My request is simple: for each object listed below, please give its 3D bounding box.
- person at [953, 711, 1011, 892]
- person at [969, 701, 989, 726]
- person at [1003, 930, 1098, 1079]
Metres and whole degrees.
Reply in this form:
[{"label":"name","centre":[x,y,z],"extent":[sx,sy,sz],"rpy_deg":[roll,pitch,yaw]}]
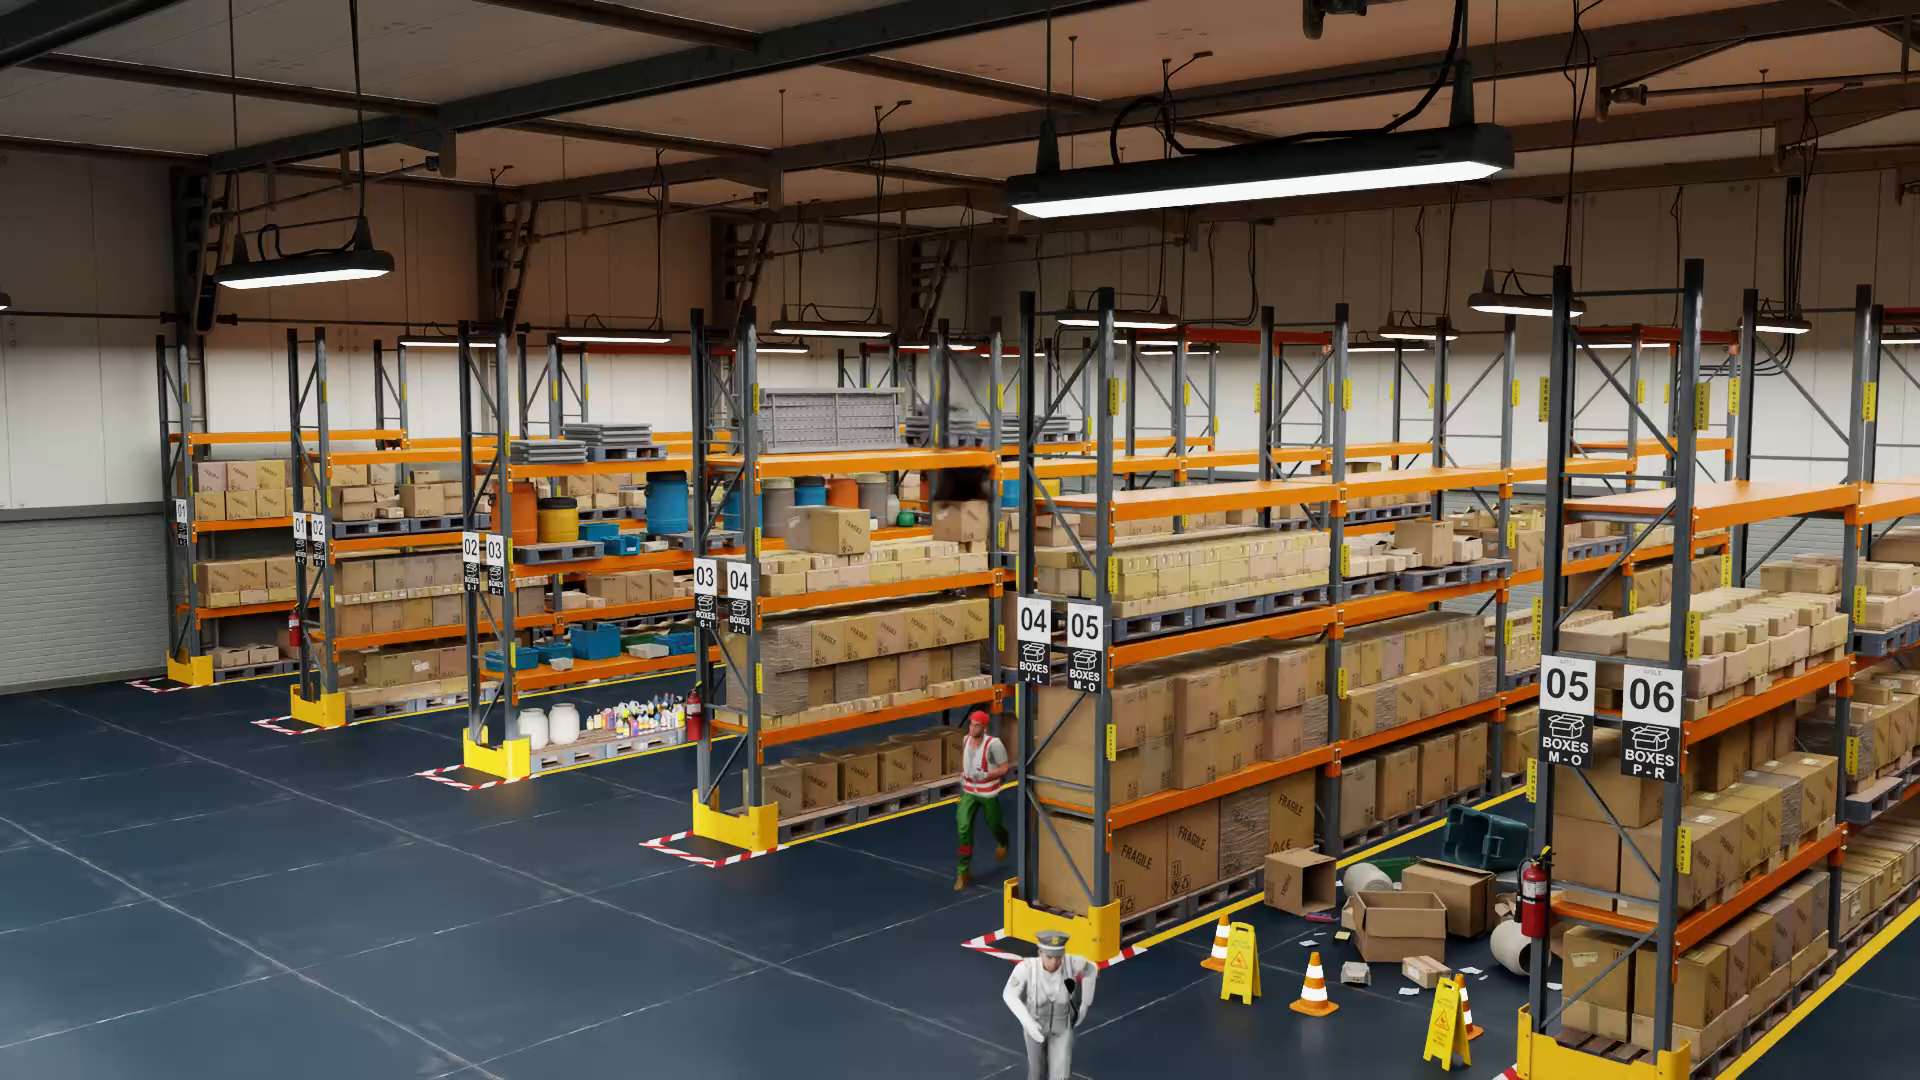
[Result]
[{"label":"person","centre":[0.272,2.670,17.327],"extent":[0.608,1.837,1.062],"rpy_deg":[2,6,24]},{"label":"person","centre":[0.340,2.004,25.130],"extent":[0.563,1.609,0.589],"rpy_deg":[4,6,34]},{"label":"person","centre":[0.598,3.334,11.305],"extent":[0.654,1.628,0.966],"rpy_deg":[-1,5,-6]}]
